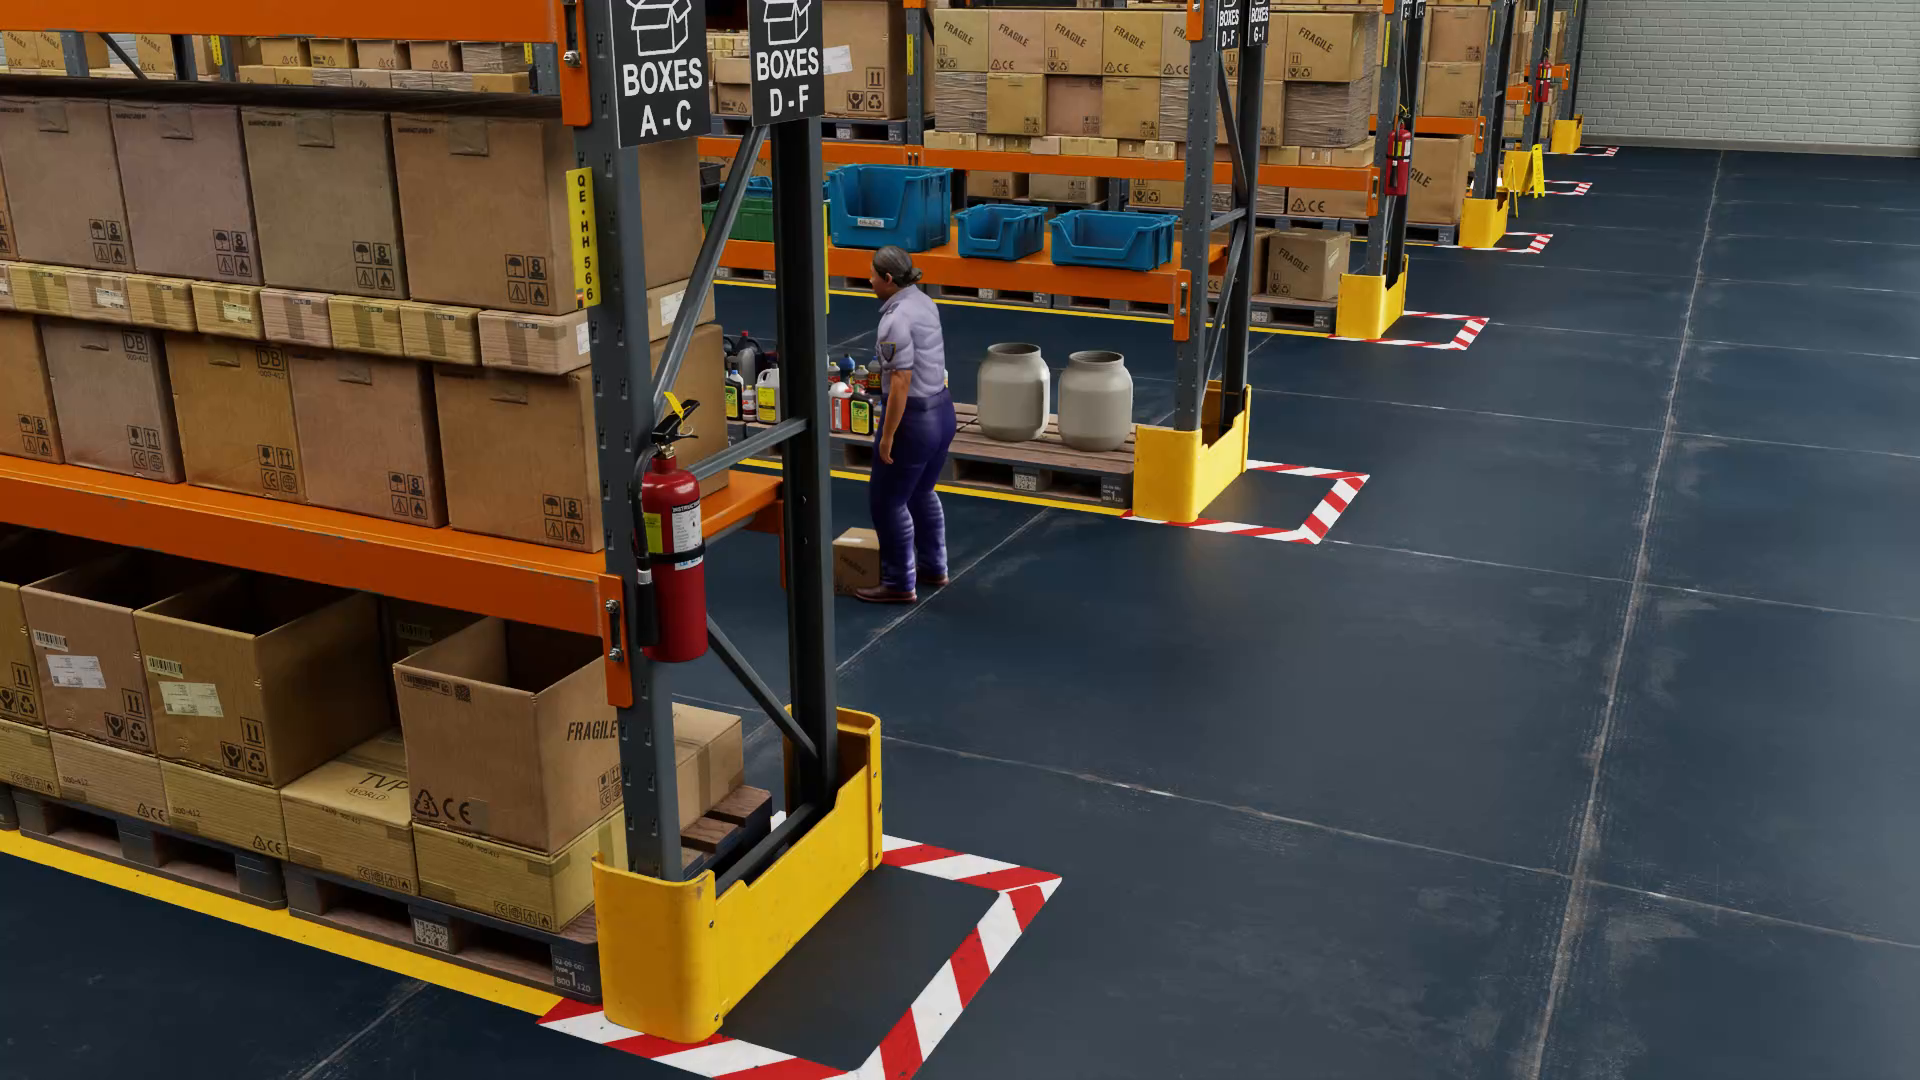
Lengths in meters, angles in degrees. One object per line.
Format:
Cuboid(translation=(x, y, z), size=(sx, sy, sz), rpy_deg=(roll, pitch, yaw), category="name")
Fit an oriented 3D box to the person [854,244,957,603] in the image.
Cuboid(translation=(-0.250, -0.526, 7.594), size=(0.425, 1.650, 0.549), rpy_deg=(7, 20, 20), category="person")
